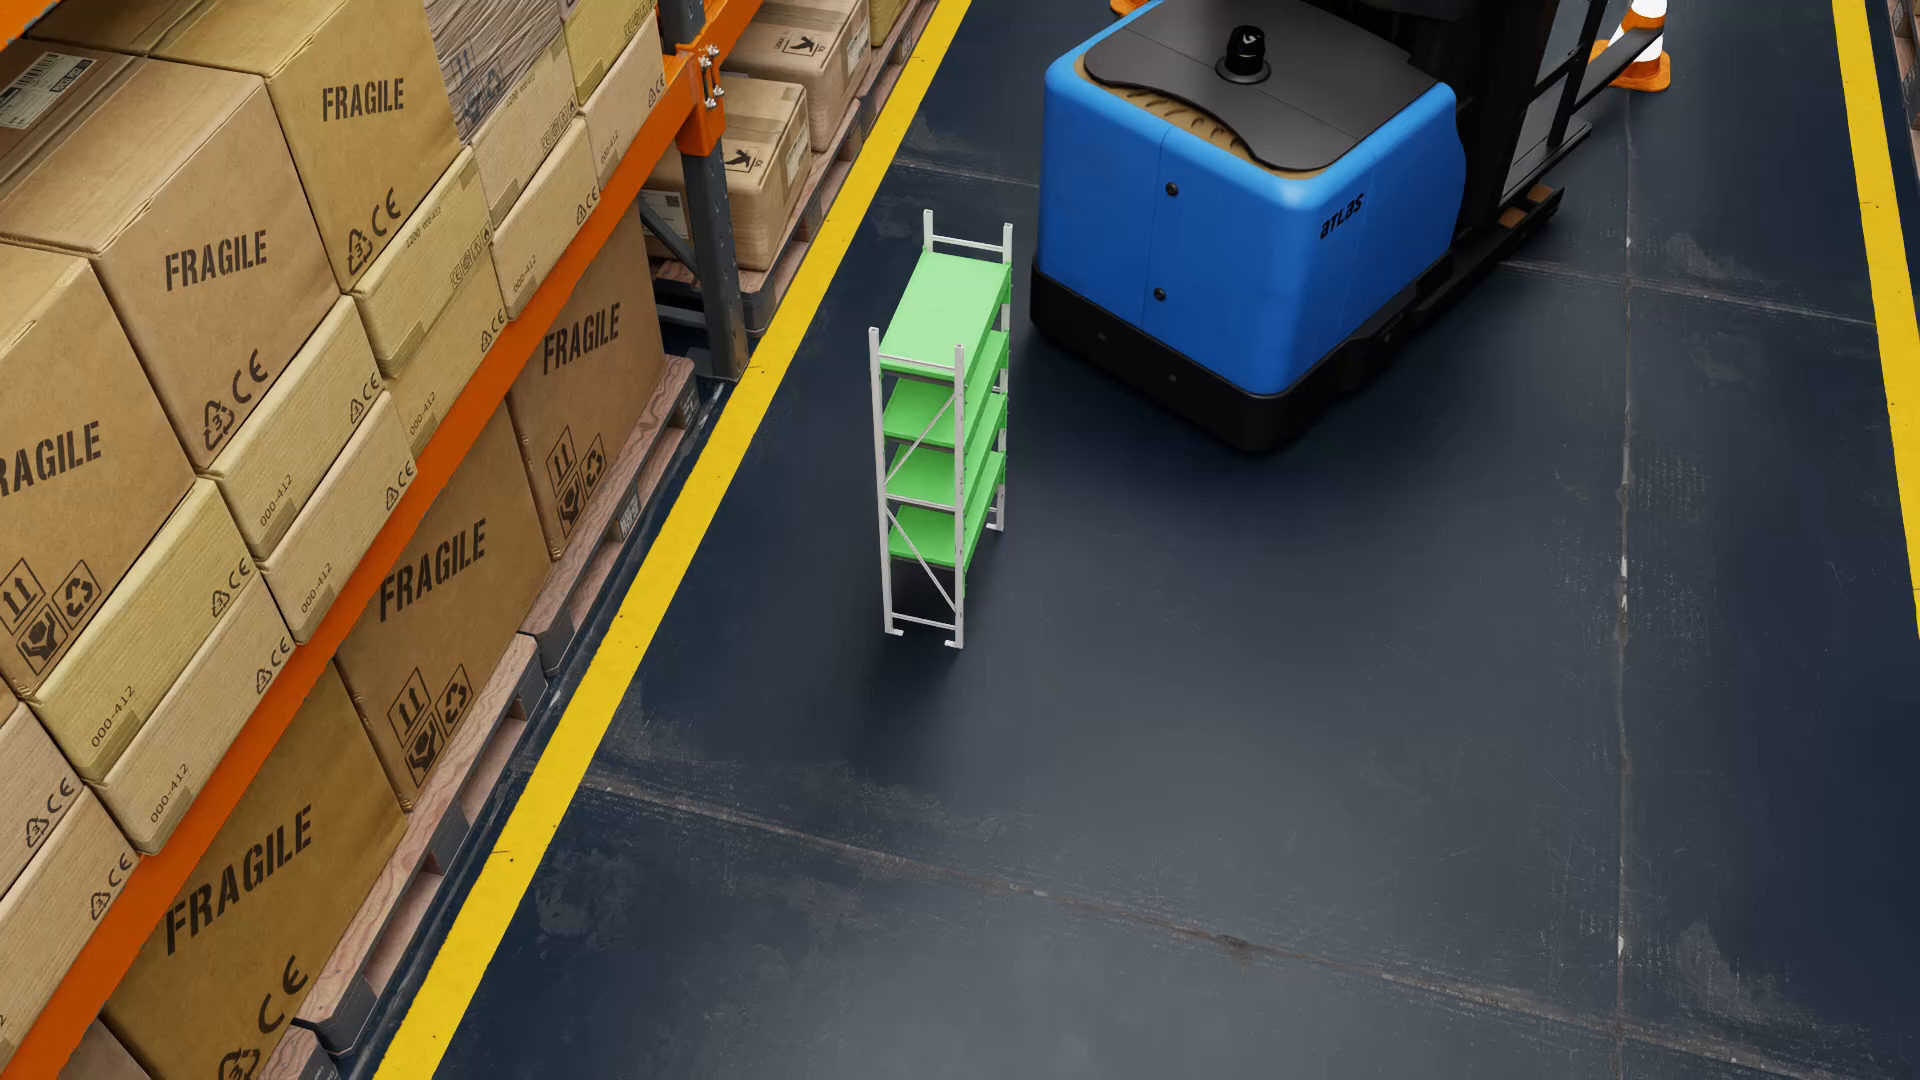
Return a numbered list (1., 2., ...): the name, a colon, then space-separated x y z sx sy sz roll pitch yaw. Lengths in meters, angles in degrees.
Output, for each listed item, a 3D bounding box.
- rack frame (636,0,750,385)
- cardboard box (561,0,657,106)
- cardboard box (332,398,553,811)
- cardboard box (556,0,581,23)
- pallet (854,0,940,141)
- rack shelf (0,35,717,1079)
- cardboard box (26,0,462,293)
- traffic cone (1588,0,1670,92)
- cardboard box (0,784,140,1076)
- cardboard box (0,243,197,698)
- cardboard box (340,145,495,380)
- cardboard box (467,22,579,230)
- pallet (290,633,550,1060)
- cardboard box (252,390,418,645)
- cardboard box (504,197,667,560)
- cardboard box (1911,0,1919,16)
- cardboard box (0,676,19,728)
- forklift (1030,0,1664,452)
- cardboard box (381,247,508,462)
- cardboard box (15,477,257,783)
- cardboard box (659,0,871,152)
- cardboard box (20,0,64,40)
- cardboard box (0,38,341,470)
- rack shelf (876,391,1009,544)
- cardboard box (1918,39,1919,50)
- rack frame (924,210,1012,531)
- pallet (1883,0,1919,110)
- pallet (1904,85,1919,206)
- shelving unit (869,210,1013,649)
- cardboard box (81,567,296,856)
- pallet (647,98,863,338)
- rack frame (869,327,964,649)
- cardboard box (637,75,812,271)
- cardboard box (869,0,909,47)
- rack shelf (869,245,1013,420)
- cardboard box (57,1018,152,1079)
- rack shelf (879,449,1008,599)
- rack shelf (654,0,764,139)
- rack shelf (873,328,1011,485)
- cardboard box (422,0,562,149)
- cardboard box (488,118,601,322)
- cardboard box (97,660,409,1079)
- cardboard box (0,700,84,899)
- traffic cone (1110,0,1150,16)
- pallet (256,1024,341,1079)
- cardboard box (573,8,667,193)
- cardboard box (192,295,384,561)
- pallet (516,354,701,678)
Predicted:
1. rack frame: -1.230 -1.669 4.723 1.000 3.000 0.127 12 50 10
2. cardboard box: -1.112 -1.385 4.238 0.500 0.250 0.500 11 50 10
3. cardboard box: -1.731 0.022 4.367 0.875 0.875 0.875 12 50 10
4. cardboard box: -1.114 -1.608 3.935 0.500 0.500 0.500 10 49 9
5. pallet: -0.700 -2.191 7.043 1.003 0.211 1.213 12 50 10
6. rack shelf: -1.757 0.015 3.716 1.077 0.370 4.000 12 50 10
7. cardboard box: -1.378 -0.877 3.290 0.500 0.500 0.500 12 50 10
8. traffic cone: 2.815 -2.147 6.837 0.336 0.463 0.334 12 50 10
9. cardboard box: -1.778 0.633 2.791 0.500 0.250 0.500 10 49 9
10. cardboard box: -1.648 -0.137 2.637 0.500 0.500 0.500 10 49 9
11. cardboard box: -1.359 -0.639 3.580 0.500 0.250 0.500 10 49 9
12. cardboard box: -1.244 -1.013 3.910 0.500 0.250 0.500 10 49 9
13. pallet: -1.833 0.688 4.502 1.003 0.211 1.213 12 50 10
14. cardboard box: -1.487 -0.095 3.433 0.500 0.250 0.500 11 49 9
15. cardboard box: -1.492 -0.622 4.935 0.875 0.875 0.875 11 50 10
16. cardboard box: 4.548 -2.587 6.753 1.050 0.750 0.750 11 50 10
17. cardboard box: -1.783 0.225 2.317 0.500 0.500 0.500 11 50 10
18. forklift: 1.615 -2.275 5.303 1.130 2.935 3.031 35 57 27
19. cardboard box: -1.380 -0.469 3.763 0.500 0.250 0.500 11 50 10
20. cardboard box: -1.626 0.103 2.925 0.500 0.250 0.500 12 50 11
21. cardboard box: -0.885 -1.881 6.382 0.950 0.372 0.625 11 49 9
22. cardboard box: -1.868 -0.993 3.392 0.500 0.500 0.500 13 50 11
23. cardboard box: -1.518 -0.512 2.968 0.500 0.500 0.500 11 49 9
24. rack shelf: -0.044 -0.235 4.742 0.258 0.148 0.480 12 50 10
25. cardboard box: 4.291 -1.890 6.138 1.050 0.750 0.750 12 50 10
26. rack frame: 0.021 -0.454 4.850 0.240 1.200 0.015 12 50 10
27. pallet: 4.494 -2.163 7.018 1.003 0.211 1.213 12 50 10
28. pallet: 4.175 -1.278 6.237 1.003 0.211 1.213 12 50 10
29. shelving unit: -0.044 -0.277 4.694 0.258 1.200 0.503 12 50 10
30. cardboard box: -1.627 0.265 3.115 0.500 0.250 0.500 11 50 10
31. pallet: -1.023 -1.312 6.267 1.003 0.211 1.213 12 50 10
32. rack frame: -0.108 -0.101 4.539 0.240 1.200 0.015 12 50 10
33. cardboard box: -1.072 -1.345 5.909 0.950 0.372 0.625 9 49 7
34. cardboard box: -0.680 -2.428 6.865 0.950 0.372 0.625 13 50 11
35. rack shelf: -0.044 -0.553 4.383 0.258 0.148 0.480 12 50 10
36. cardboard box: -2.197 1.324 3.218 0.875 0.875 0.875 13 50 11
37. rack shelf: -0.044 -0.076 4.922 0.258 0.148 0.480 12 50 10
38. rack shelf: -0.704 -2.878 6.269 1.077 0.370 4.000 12 50 10
39. rack shelf: -0.044 -0.394 4.562 0.258 0.148 0.480 12 50 10
40. cardboard box: -1.241 -1.235 3.606 0.500 0.500 0.500 12 50 11
41. cardboard box: -1.232 -0.830 4.082 0.500 0.250 0.500 12 50 11
42. cardboard box: -1.967 0.669 3.796 0.875 0.875 0.875 13 50 11
43. cardboard box: -1.785 0.463 2.607 0.500 0.250 0.500 12 50 11
44. traffic cone: 0.847 -2.550 7.192 0.336 0.463 0.334 12 50 10
45. pallet: -2.153 1.574 3.720 1.003 0.211 1.213 12 50 10
46. cardboard box: -1.113 -1.203 4.411 0.500 0.250 0.500 10 49 9
47. cardboard box: -1.495 -0.263 3.248 0.500 0.250 0.500 10 49 9
48. pallet: -1.510 -0.191 5.278 1.003 0.211 1.213 12 50 10
